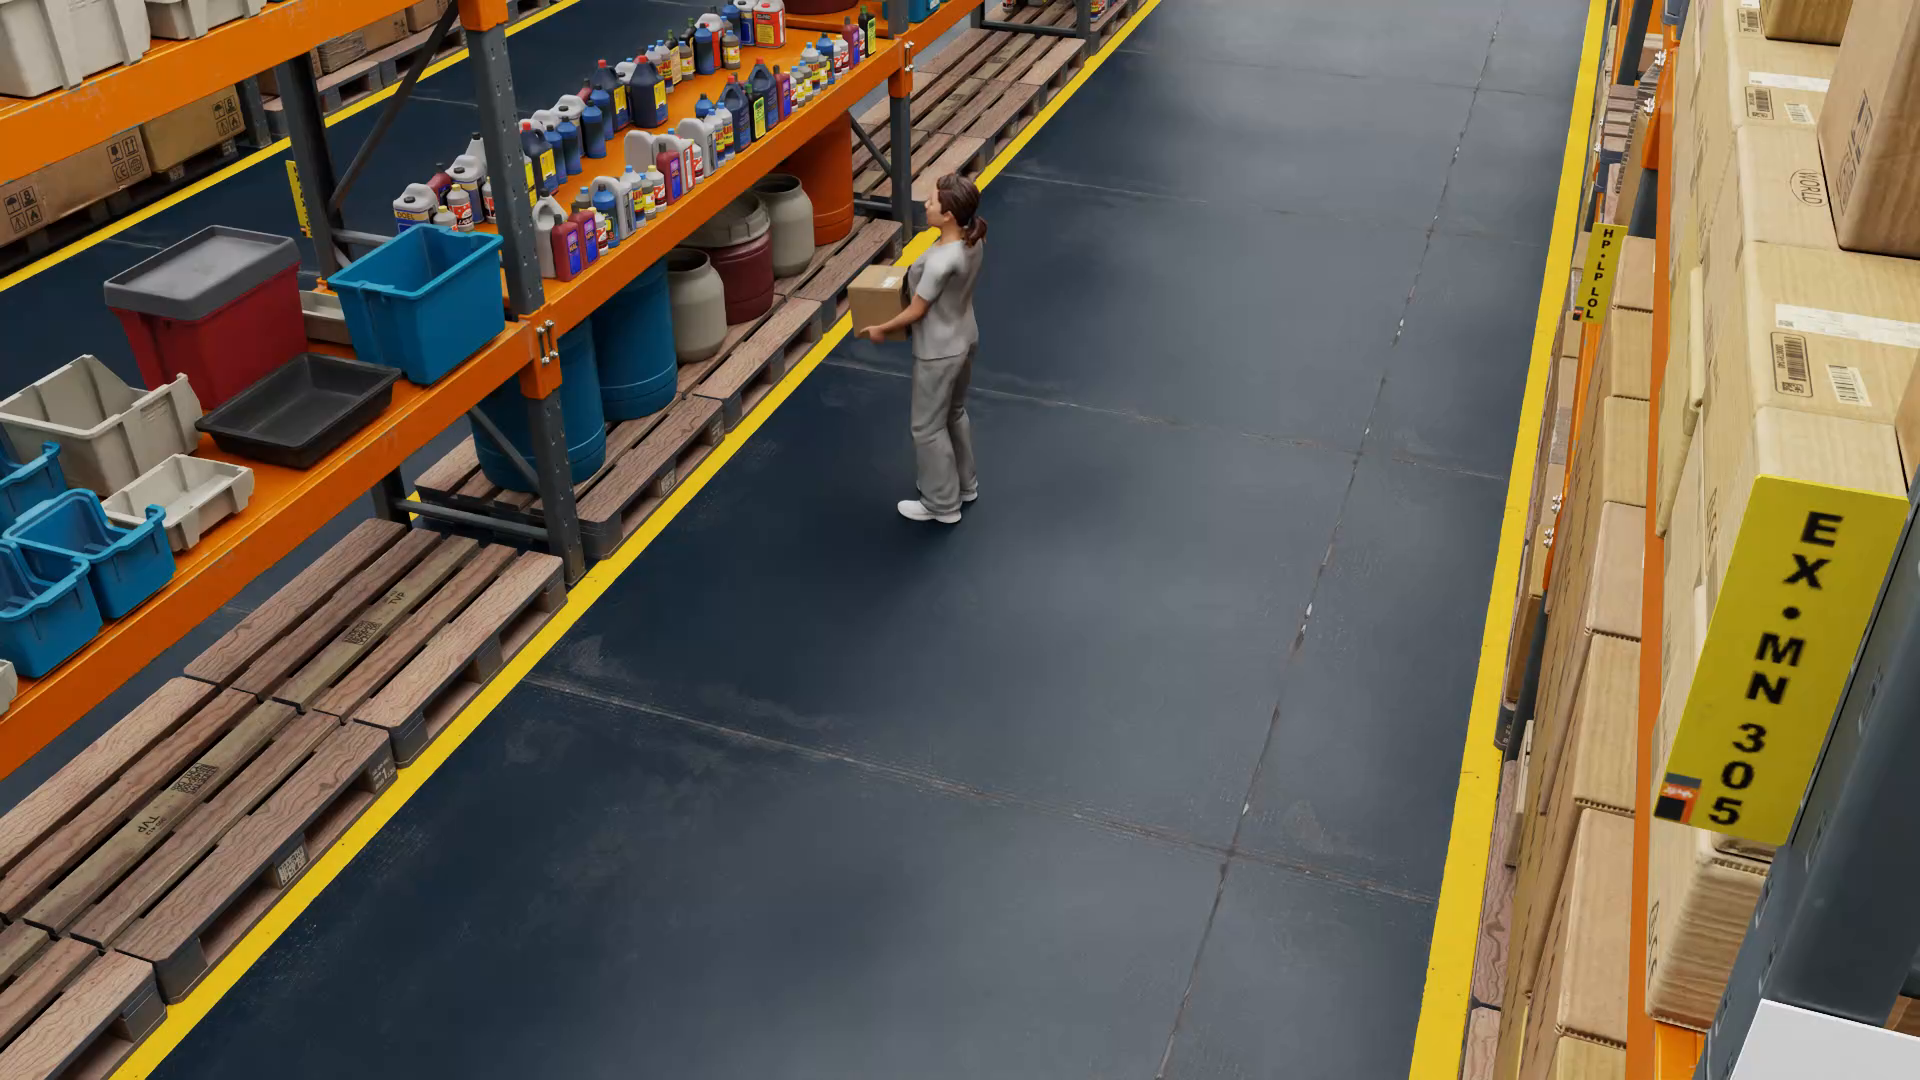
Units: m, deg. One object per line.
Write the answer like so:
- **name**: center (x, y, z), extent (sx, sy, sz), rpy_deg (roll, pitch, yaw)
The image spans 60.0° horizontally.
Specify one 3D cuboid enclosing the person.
- **person**: center (-0.139, -0.862, 7.462), extent (0.560, 1.663, 0.436), rpy_deg (12, 35, 17)
